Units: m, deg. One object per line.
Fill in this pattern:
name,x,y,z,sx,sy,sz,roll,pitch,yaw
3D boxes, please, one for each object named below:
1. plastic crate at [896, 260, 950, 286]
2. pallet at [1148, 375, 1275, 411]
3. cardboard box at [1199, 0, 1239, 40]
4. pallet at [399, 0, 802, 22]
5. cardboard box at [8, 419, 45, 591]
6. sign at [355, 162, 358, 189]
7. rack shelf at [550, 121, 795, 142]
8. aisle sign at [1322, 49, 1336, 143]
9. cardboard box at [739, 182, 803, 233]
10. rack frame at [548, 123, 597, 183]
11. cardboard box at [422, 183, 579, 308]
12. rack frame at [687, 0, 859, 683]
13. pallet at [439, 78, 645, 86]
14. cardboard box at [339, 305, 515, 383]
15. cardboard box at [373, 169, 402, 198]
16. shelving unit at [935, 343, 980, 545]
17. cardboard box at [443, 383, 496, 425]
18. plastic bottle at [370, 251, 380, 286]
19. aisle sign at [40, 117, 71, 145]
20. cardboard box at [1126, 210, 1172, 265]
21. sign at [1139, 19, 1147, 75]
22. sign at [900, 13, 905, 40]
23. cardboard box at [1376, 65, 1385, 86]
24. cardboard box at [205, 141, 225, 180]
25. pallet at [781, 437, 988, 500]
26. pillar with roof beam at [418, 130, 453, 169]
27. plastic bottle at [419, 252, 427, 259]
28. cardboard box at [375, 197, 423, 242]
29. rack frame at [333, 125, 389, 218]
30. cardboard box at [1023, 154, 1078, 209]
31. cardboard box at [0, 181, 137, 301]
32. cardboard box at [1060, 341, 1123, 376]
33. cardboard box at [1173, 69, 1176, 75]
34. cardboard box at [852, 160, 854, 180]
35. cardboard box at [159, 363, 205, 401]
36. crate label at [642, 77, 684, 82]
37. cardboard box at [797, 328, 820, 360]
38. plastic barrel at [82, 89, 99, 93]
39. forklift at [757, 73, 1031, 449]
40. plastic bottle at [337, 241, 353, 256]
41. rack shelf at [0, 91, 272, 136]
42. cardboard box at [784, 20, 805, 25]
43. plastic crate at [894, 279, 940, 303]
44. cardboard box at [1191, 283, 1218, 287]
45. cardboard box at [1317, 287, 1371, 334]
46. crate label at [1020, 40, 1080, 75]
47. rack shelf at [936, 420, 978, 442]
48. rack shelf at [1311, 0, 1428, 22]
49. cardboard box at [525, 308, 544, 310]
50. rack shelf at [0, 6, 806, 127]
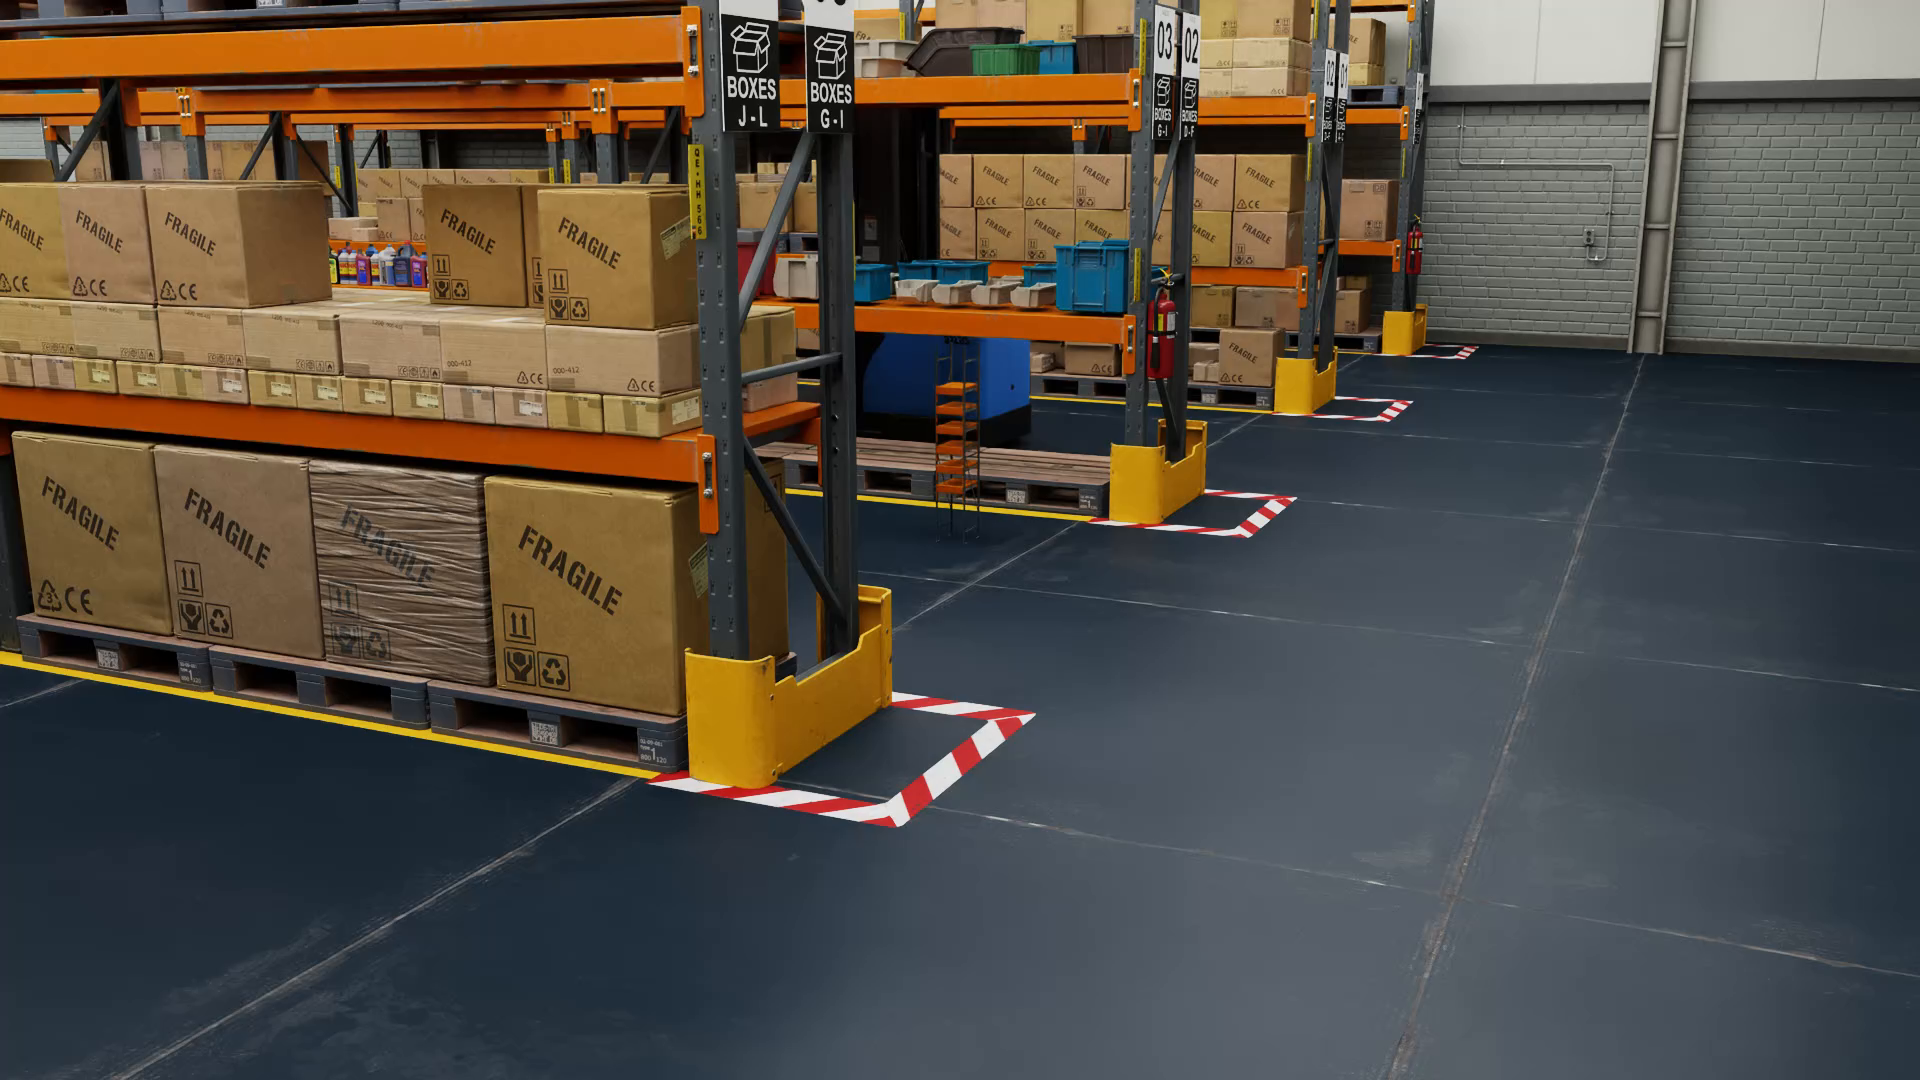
plastic crate,-0.254,-1.881,11.939,0.300,0.233,0.416,6,14,23
pallet,2.527,-1.449,15.969,1.213,0.211,1.003,6,14,23
cardboard box,2.427,-4.830,15.299,0.500,0.500,0.700,6,14,23
pallet,-1.372,-2.141,6.441,1.213,0.211,1.003,6,14,23
cardboard box,-4.940,-0.253,8.497,0.875,0.875,1.225,6,14,23
sign,-7.435,-4.476,20.402,0.005,0.325,0.100,6,14,23
rack shelf,-3.814,-5.797,23.400,4.000,0.370,1.077,6,14,23
aisle sign,3.264,-3.921,14.710,0.004,0.787,0.394,6,14,23
cardboard box,-1.972,-3.500,17.466,0.500,0.500,0.700,2,13,9
rack frame,-5.643,-4.871,24.449,0.127,3.000,1.000,6,14,23
cardboard box,-1.953,-1.288,7.213,0.500,0.500,0.500,5,14,22
rack frame,-0.690,-0.657,6.490,0.127,3.000,1.000,6,14,23
pallet,-3.097,-3.482,12.377,1.003,0.211,1.213,6,14,23
cardboard box,-2.169,-0.813,6.829,0.500,0.250,0.500,5,14,21
cardboard box,-8.537,-5.389,25.296,0.500,0.500,0.500,6,14,23
shelving unit,-0.013,-0.585,10.123,0.189,1.200,0.258,6,14,23
cardboard box,-1.845,-0.570,6.667,0.250,0.149,0.380,6,15,24
plastic bottle,-4.583,-2.139,13.084,0.097,0.271,0.097,0,13,0
aisle sign,-11.487,-5.414,21.072,0.004,0.787,0.394,6,14,23
cardboard box,1.877,-2.854,15.632,0.500,0.500,0.500,6,14,24
sign,1.108,-2.985,10.072,0.005,0.325,0.100,6,14,23
sign,-0.553,-4.884,15.942,0.005,0.325,0.100,6,14,23
cardboard box,4.761,-5.520,19.839,0.500,0.250,0.500,7,15,26
cardboard box,-8.974,-4.649,20.444,0.500,0.500,0.700,6,14,23
pallet,-0.533,-0.532,12.060,1.213,0.211,1.003,6,14,23
pillar with roof beam,-10.053,-7.379,22.003,0.400,9.000,9.100,6,14,23
plastic bottle,-4.177,-2.113,12.974,0.097,0.271,0.097,0,13,0
cardboard box,-6.468,-3.762,19.502,0.500,0.500,0.500,7,15,27
rack frame,-9.300,-5.242,26.027,0.127,3.000,1.000,6,14,23
cardboard box,0.927,-3.434,15.916,0.500,0.500,0.500,5,14,22
cardboard box,-4.013,-1.367,7.548,0.500,0.500,0.500,6,14,23
cardboard box,1.389,-1.922,16.382,0.637,0.503,0.797,6,14,23
cardboard box,1.834,-4.198,15.341,0.500,0.250,0.500,6,14,23
cardboard box,-1.183,-4.924,22.119,0.500,0.250,0.500,6,14,22
cardboard box,-3.255,-0.712,7.274,0.250,0.149,0.380,6,14,22
crate label,-2.011,-3.288,11.713,0.466,0.136,0.293,6,14,23
cardboard box,-1.347,-2.127,17.261,0.500,0.500,0.500,6,14,23
plastic barrel,-7.255,-3.894,14.020,0.301,0.262,0.301,0,13,0
forklift,-0.975,-2.295,13.618,3.031,2.935,1.130,6,14,24
plastic bottle,-5.244,-2.406,14.196,0.133,0.283,0.061,6,14,23
rack shelf,-7.827,-3.727,14.582,4.000,0.370,1.077,6,14,23
cardboard box,-1.382,-4.977,16.978,0.600,0.600,0.600,6,14,23
plastic crate,-0.305,-1.704,11.398,0.250,0.136,0.298,6,14,23
cardboard box,3.031,-3.226,20.569,0.250,0.149,0.380,5,14,22
cardboard box,4.649,-2.792,20.142,0.500,0.500,0.700,6,14,23
crate label,0.604,-3.233,11.225,0.502,0.251,0.408,6,14,23
rack shelf,-0.013,-0.659,10.106,0.180,0.103,0.258,6,14,23
rack shelf,3.500,-6.322,19.949,4.000,0.370,1.077,6,14,23
cardboard box,-1.497,-0.877,7.102,0.500,0.250,0.500,6,14,23
rack shelf,-2.518,-1.953,7.018,4.000,0.370,1.077,6,14,23
